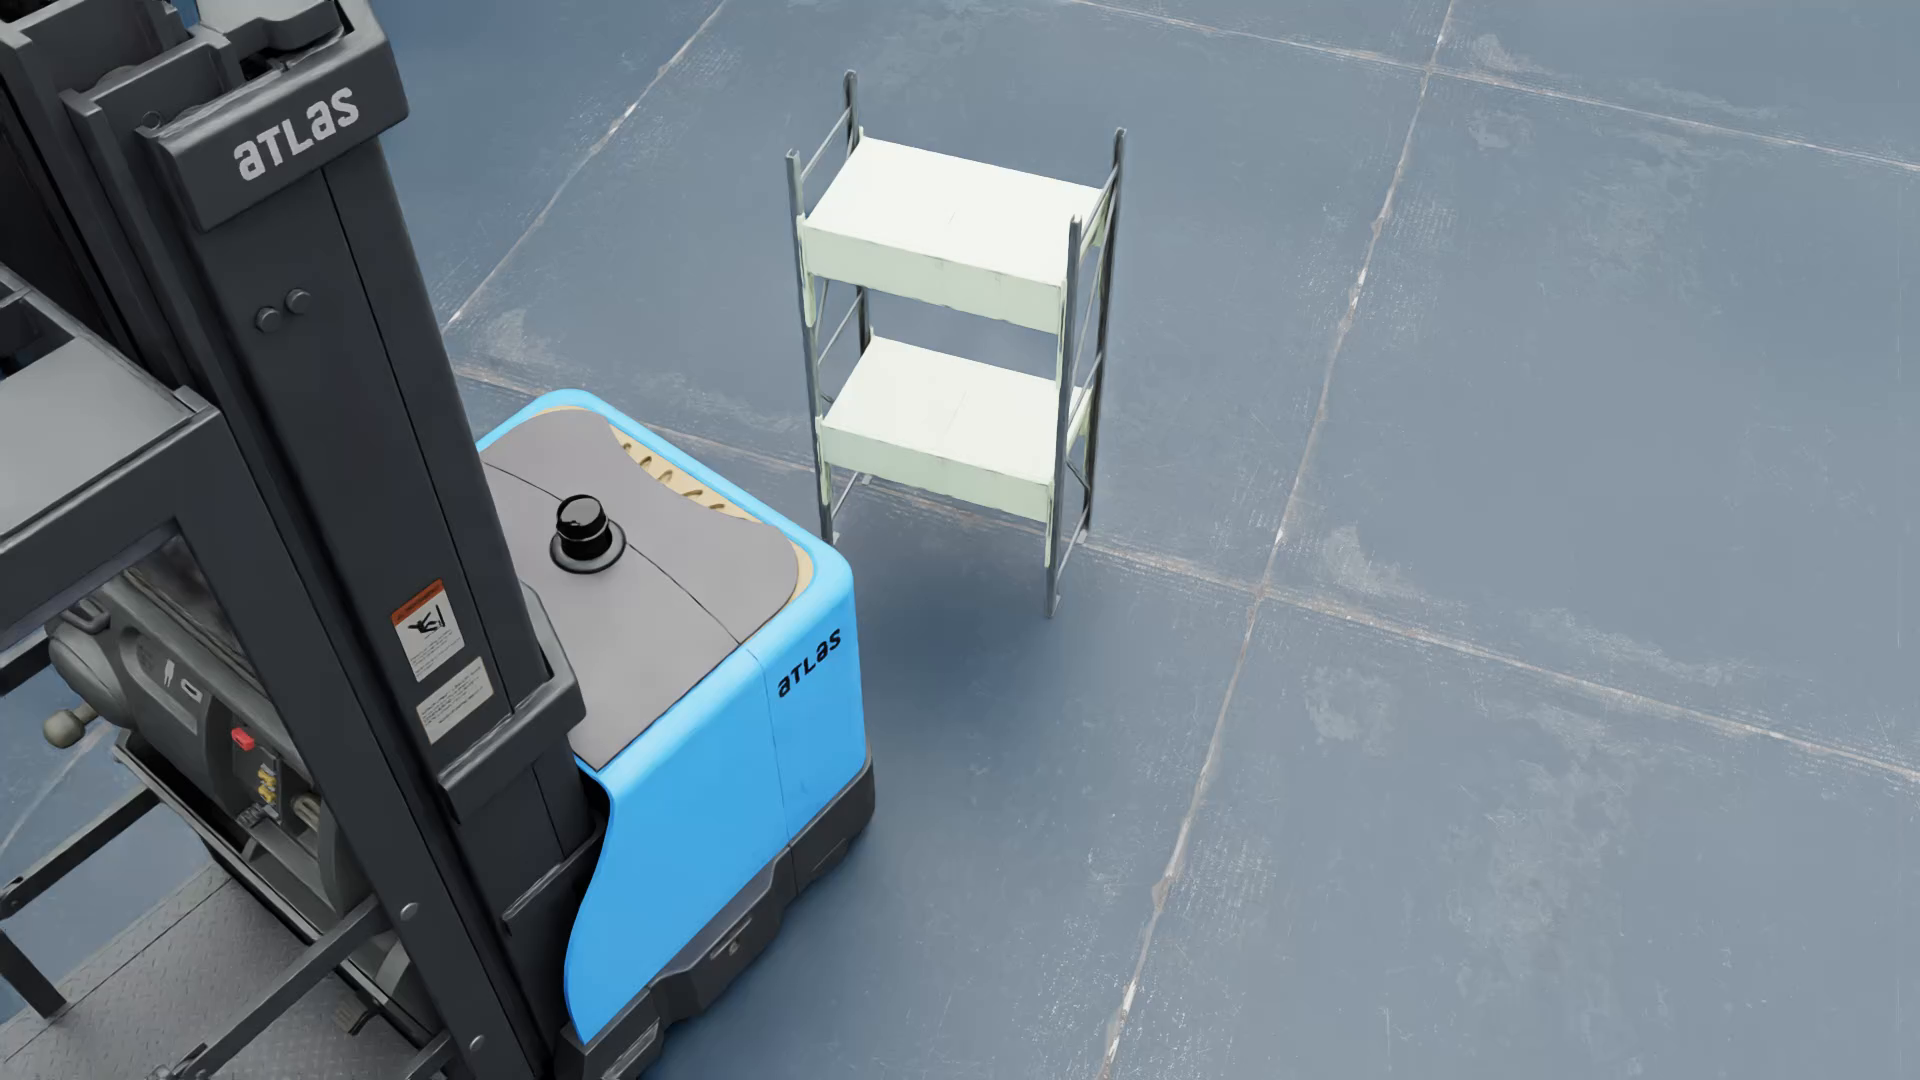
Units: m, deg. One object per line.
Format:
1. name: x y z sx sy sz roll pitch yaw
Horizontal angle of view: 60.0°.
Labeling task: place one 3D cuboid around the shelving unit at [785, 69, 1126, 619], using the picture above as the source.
1. shelving unit: -0.006 -0.493 4.685 0.755 1.500 0.431 16 51 13

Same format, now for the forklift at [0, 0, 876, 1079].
1. forklift: -1.547 0.432 2.936 1.130 2.935 3.031 31 56 24

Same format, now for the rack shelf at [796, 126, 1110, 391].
1. rack shelf: -0.006 -0.749 4.390 0.720 0.370 0.431 16 51 13

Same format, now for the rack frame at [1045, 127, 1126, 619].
1. rack frame: 0.337 -0.397 4.602 0.023 1.500 0.400 16 51 13

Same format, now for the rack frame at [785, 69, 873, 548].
1. rack frame: -0.350 -0.589 4.768 0.023 1.500 0.400 16 51 13

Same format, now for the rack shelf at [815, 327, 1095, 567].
1. rack shelf: -0.006 -0.279 4.931 0.720 0.370 0.431 16 51 13
